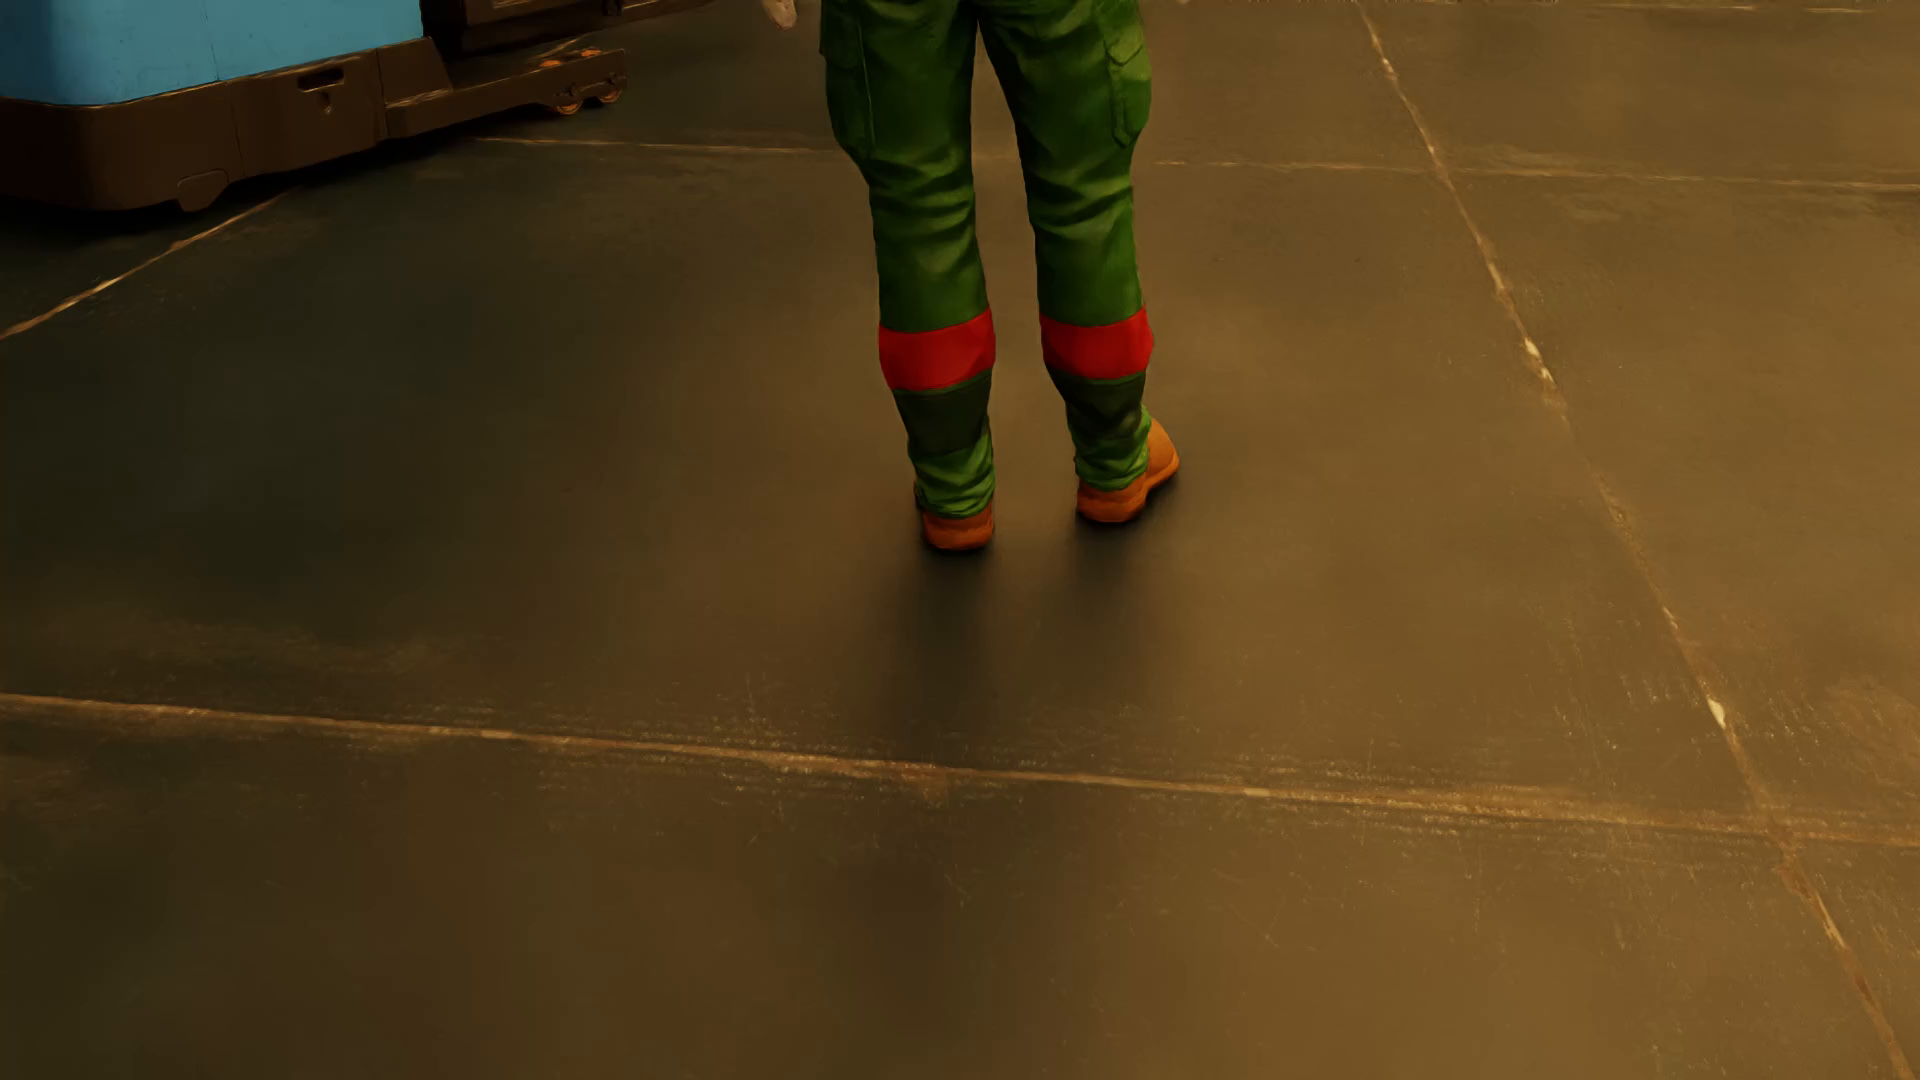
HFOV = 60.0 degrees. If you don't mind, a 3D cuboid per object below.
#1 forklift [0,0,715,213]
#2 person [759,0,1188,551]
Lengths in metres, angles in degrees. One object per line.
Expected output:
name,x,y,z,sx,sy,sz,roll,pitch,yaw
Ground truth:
forklift,-1.717,-2.702,4.633,1.130,2.935,3.031,13,29,24
person,0.022,-0.842,2.167,0.637,1.785,0.563,3,27,7
